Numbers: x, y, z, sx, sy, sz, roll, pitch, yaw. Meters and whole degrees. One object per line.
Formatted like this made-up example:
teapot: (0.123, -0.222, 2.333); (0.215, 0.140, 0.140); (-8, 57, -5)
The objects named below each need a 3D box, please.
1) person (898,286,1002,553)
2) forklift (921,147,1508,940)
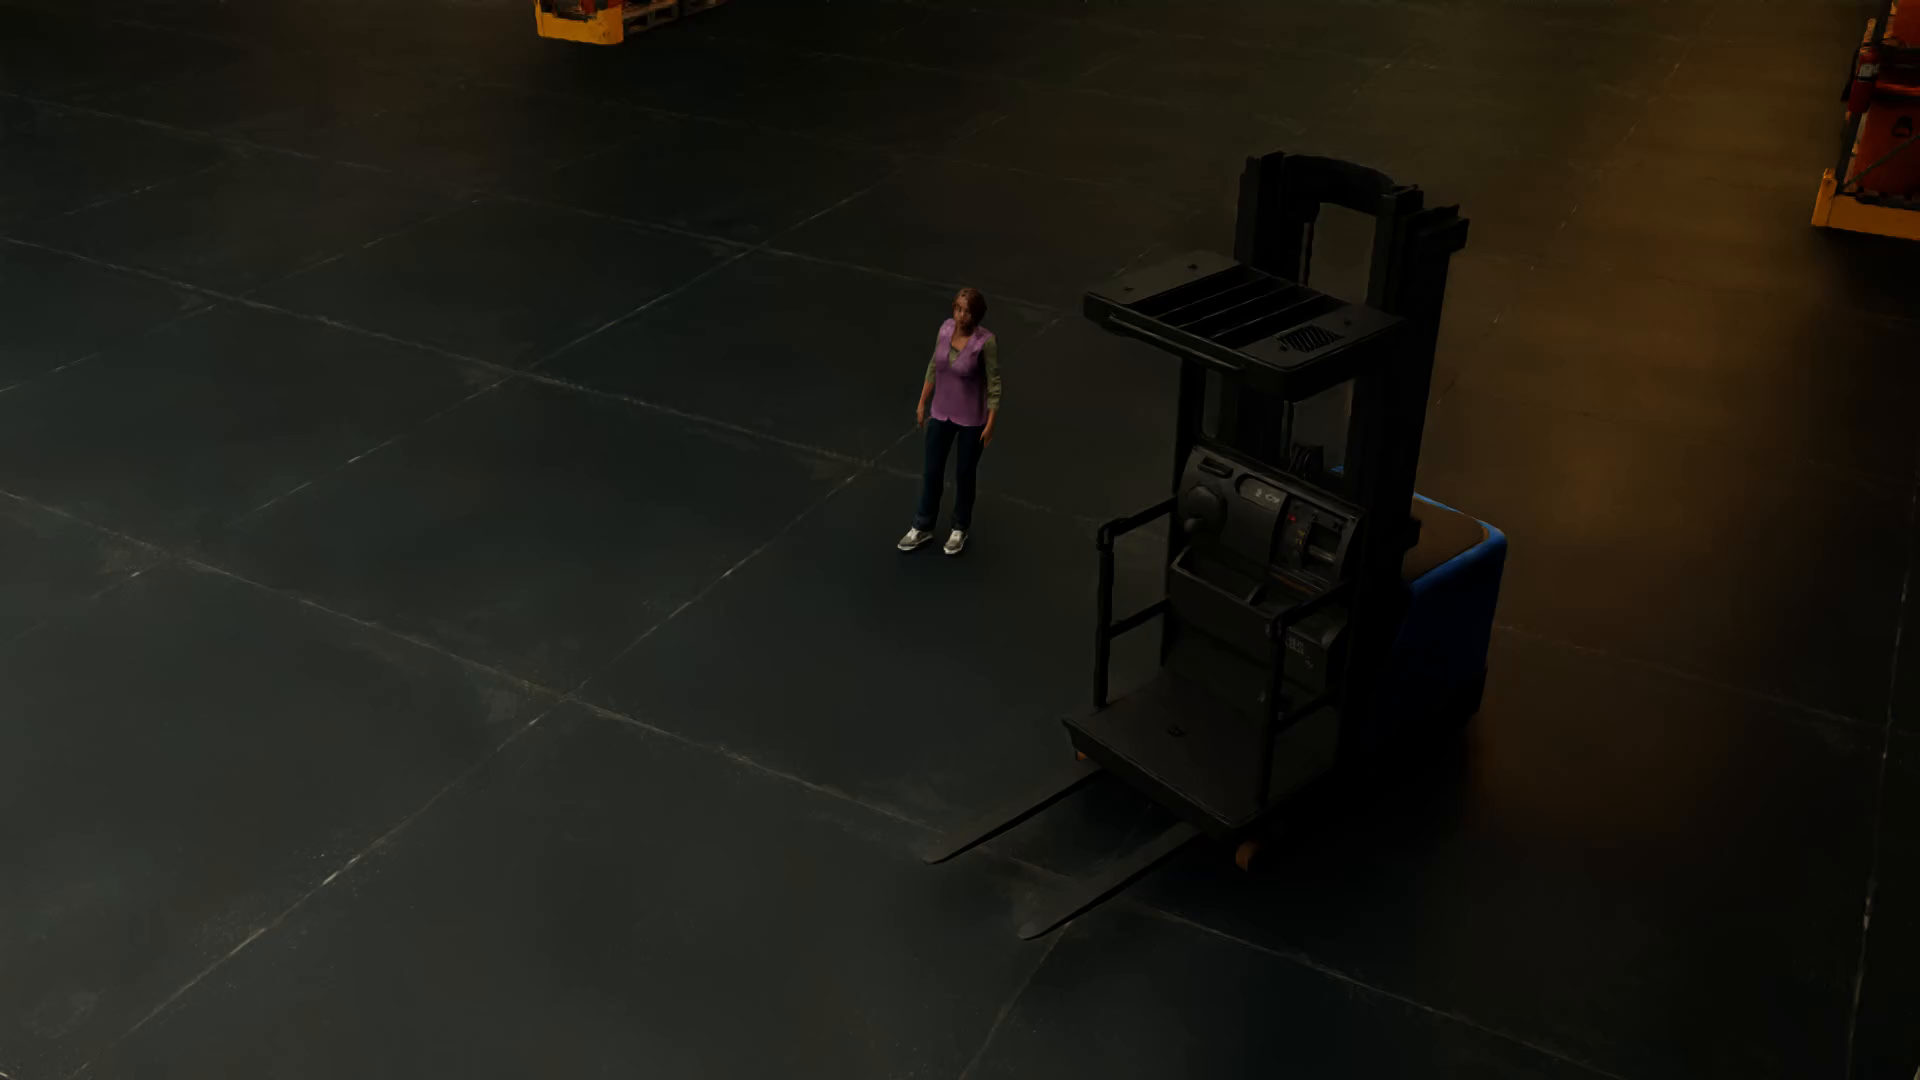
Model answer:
person: (-0.048, -0.669, 9.550); (0.520, 1.597, 0.474); (15, 33, 25)
forklift: (1.188, -0.077, 7.204); (3.031, 2.935, 1.130); (-24, 37, -35)
